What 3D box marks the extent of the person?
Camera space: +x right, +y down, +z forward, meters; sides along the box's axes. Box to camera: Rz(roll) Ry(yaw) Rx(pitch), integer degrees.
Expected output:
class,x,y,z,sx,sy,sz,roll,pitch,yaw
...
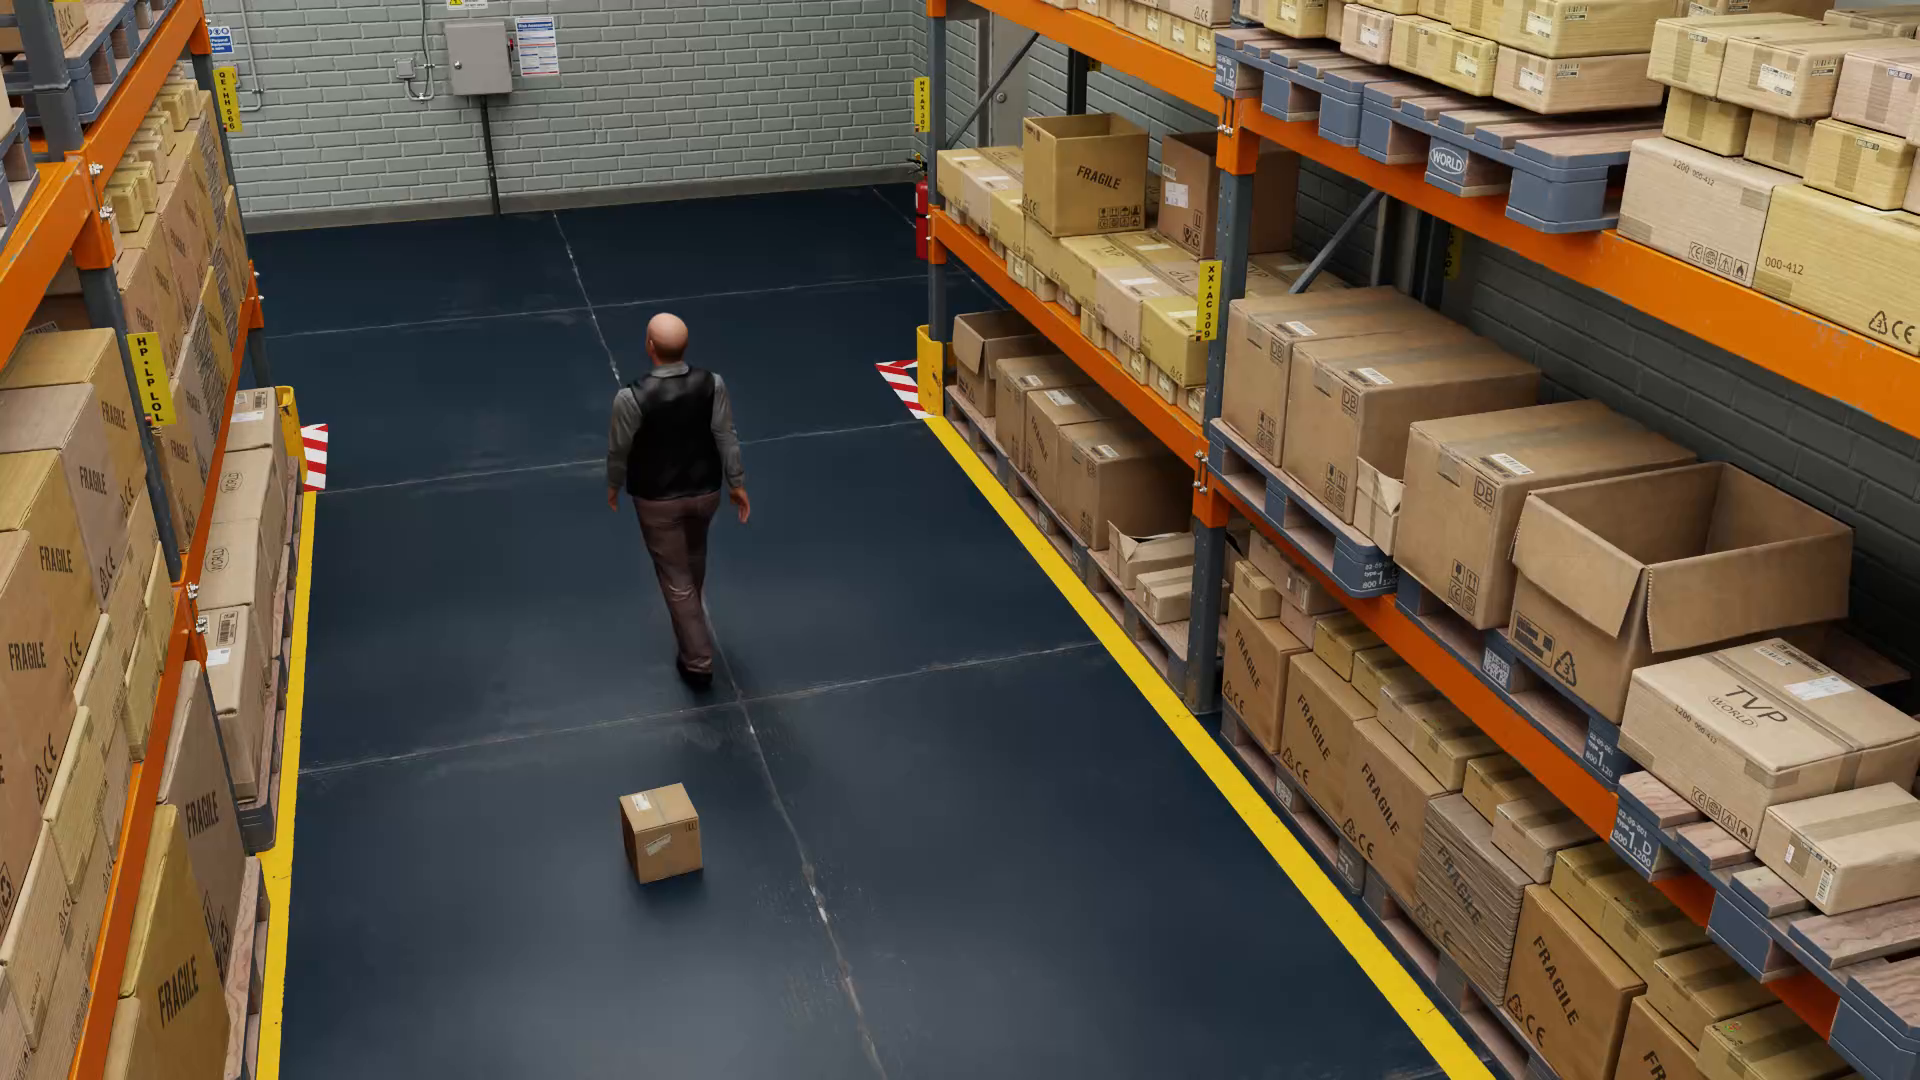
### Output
class,x,y,z,sx,sy,sz,roll,pitch,yaw
person,-1.329,-0.233,7.612,0.580,1.722,0.865,-16,31,-30
